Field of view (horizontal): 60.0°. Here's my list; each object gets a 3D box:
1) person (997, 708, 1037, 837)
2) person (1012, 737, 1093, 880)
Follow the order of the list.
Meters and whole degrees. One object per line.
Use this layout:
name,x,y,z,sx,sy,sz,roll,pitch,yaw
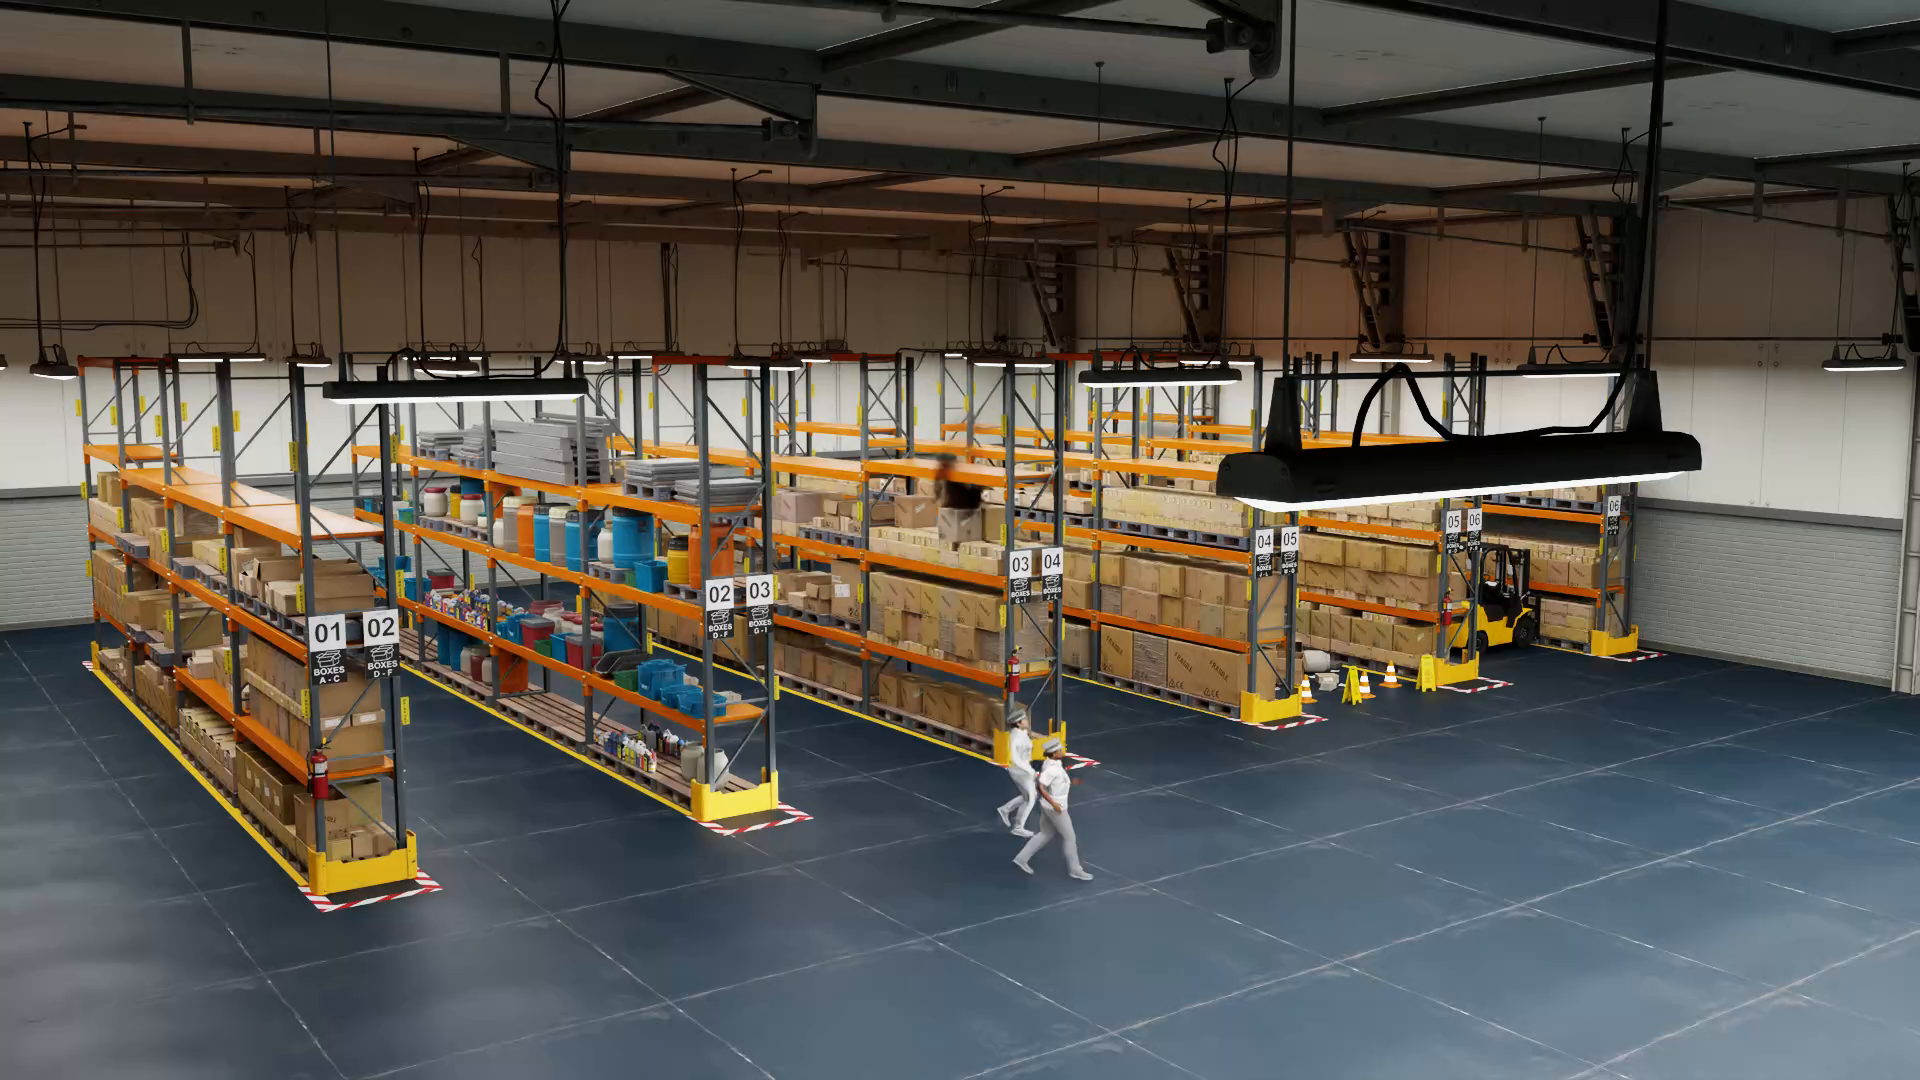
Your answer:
person,0.729,2.955,21.190,0.511,1.668,0.618,0,7,1
person,1.088,3.128,19.368,0.935,1.694,0.572,-1,7,-9
